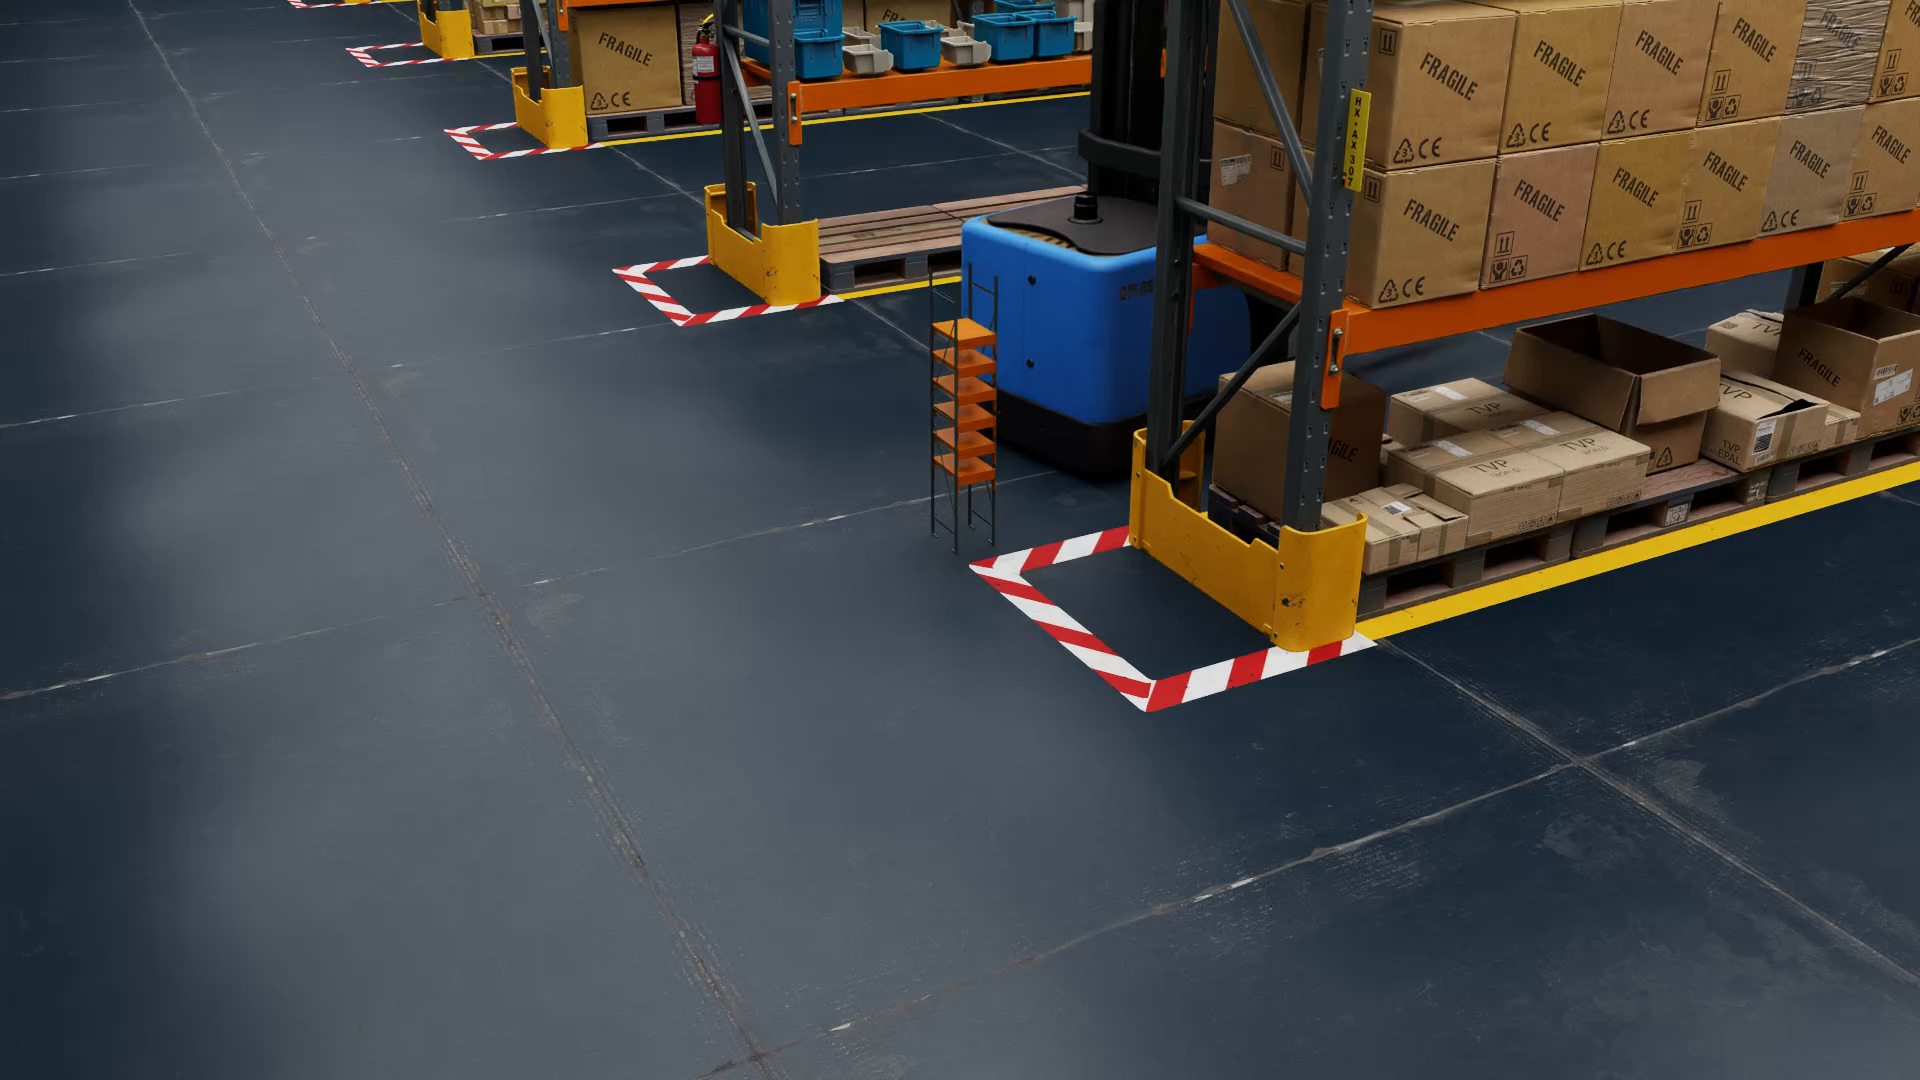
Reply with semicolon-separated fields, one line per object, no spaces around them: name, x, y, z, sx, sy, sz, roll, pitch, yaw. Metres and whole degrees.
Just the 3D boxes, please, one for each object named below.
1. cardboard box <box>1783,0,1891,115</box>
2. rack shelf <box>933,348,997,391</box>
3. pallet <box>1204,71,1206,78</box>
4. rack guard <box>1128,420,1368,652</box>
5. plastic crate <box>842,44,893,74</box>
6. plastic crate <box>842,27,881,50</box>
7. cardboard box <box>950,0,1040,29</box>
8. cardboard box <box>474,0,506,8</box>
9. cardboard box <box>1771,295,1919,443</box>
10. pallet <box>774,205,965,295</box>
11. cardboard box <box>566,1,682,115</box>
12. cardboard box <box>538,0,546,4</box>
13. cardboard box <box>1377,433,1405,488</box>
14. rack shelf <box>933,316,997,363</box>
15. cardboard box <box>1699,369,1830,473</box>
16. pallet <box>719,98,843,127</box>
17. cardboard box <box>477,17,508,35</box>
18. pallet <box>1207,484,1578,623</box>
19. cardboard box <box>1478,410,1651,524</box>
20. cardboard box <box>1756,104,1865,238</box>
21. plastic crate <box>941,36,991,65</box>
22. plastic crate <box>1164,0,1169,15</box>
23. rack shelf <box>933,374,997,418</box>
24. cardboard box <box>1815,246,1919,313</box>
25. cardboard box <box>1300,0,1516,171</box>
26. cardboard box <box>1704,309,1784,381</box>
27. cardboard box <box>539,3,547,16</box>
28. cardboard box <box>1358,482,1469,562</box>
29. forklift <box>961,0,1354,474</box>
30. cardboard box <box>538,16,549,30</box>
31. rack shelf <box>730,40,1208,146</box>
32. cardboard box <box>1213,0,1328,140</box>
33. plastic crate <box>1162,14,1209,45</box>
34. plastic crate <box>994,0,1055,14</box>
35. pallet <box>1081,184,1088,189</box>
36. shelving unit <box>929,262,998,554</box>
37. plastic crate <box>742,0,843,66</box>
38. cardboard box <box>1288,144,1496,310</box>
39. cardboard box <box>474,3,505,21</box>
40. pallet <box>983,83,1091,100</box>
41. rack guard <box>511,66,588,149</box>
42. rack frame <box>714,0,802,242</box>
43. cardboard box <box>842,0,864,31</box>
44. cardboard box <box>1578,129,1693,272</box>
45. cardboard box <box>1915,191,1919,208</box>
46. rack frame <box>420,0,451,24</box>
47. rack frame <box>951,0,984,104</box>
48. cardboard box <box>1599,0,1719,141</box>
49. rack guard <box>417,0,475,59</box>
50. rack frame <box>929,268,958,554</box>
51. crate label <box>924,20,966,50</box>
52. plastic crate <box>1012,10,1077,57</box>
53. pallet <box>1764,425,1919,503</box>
cardboard box;3.379;-2.056;6.795;0.500;0.500;0.500;-13;28;-25
rack shelf;0.013;-0.720;6.912;0.180;0.103;0.258;-13;29;-25
pallet;2.739;-5.180;17.794;1.213;0.211;1.003;-13;29;-25
rack guard;1.136;-0.044;6.764;0.348;0.500;1.175;-13;29;-25
plastic crate;-0.564;-2.914;10.089;0.298;0.136;0.250;-13;29;-25
plastic crate;-0.624;-3.191;10.666;0.243;0.136;0.396;-13;29;-25
cardboard box;0.496;-5.123;16.425;0.875;0.875;1.225;-13;29;-25
cardboard box;-5.212;-6.003;18.409;0.250;0.149;0.380;-14;29;-27
cardboard box;4.229;-0.817;7.866;0.500;0.500;0.500;-13;29;-25
pallet;-0.512;-1.944;11.054;1.213;0.211;1.003;-13;29;-25
cardboard box;-3.062;-4.332;14.776;0.875;0.875;0.875;-13;29;-25
cardboard box;-4.742;-6.108;18.627;0.250;0.149;0.380;-13;29;-25
cardboard box;1.833;-0.329;7.235;0.250;0.166;0.380;-13;29;-25
rack shelf;0.013;-0.828;6.860;0.180;0.103;0.258;-13;29;-25
cardboard box;3.568;-0.579;7.588;0.500;0.311;0.500;-13;29;-25
pallet;-1.845;-4.122;15.591;1.213;0.211;1.003;-13;29;-25
cardboard box;-5.221;-5.743;18.554;0.250;0.149;0.380;-12;28;-24
pallet;1.839;-0.076;7.165;1.213;0.211;1.003;-13;29;-25
cardboard box;2.565;-0.320;7.119;0.500;0.250;0.500;-13;29;-25
cardboard box;3.372;-1.604;7.010;0.500;0.500;0.500;-12;28;-24
plastic crate;0.035;-3.052;10.377;0.298;0.136;0.250;-13;29;-25
plastic crate;1.365;-3.832;11.623;0.583;0.464;0.402;-13;29;-25
rack shelf;0.013;-0.612;6.964;0.180;0.103;0.258;-13;29;-25
cardboard box;4.899;-1.251;8.770;0.500;0.500;0.500;-13;29;-25
cardboard box;1.585;-1.641;5.931;0.500;0.500;0.500;-12;28;-24
cardboard box;4.127;-0.953;8.368;0.500;0.311;0.500;-13;29;-25
cardboard box;-4.808;-6.019;18.785;0.250;0.149;0.380;-13;28;-24
cardboard box;1.821;-0.081;6.719;0.250;0.166;0.380;-13;29;-25
forklift;1.442;-2.145;8.332;3.031;2.935;1.130;-20;32;-36
cardboard box;-4.813;-5.880;18.841;0.250;0.149;0.380;-13;28;-25
rack shelf;0.506;-3.131;11.136;4.000;0.370;1.077;-13;29;-25
cardboard box;1.333;-1.847;6.360;0.500;0.500;0.500;-13;29;-26
plastic crate;1.410;-3.435;11.187;0.590;0.125;0.437;-13;29;-25
plastic crate;0.433;-3.515;11.230;0.300;0.233;0.416;-13;29;-25
pallet;1.641;-2.441;12.089;1.213;0.211;1.003;-13;29;-25
shelving unit;0.013;-0.544;6.996;0.189;1.200;0.258;-13;29;-25
plastic crate;-1.051;-3.230;10.402;0.499;0.435;0.616;-13;29;-25
cardboard box;1.585;-1.190;6.147;0.500;0.500;0.500;-12;28;-24
cardboard box;-5.251;-5.901;18.540;0.250;0.149;0.380;-12;28;-23
pallet;0.586;-4.683;16.759;1.213;0.211;1.003;-13;29;-25
rack guard;-3.610;-3.807;14.603;0.348;0.500;1.175;-13;29;-25
rack frame;-1.258;-3.048;10.132;0.127;3.000;1.000;-13;29;-25
cardboard box;-1.474;-4.698;15.539;0.875;0.875;0.875;-13;29;-25
cardboard box;2.482;-1.398;6.581;0.500;0.500;0.500;-13;29;-25
cardboard box;4.278;-1.815;7.449;0.500;0.500;0.500;-12;28;-24
rack frame;-5.834;-6.854;18.060;0.127;3.000;1.000;-13;29;-25
rack frame;-0.060;-5.754;15.769;0.127;3.000;1.000;-13;29;-25
cardboard box;2.486;-1.850;6.367;0.500;0.500;0.500;-13;28;-24
rack guard;-5.767;-5.743;18.633;0.348;0.500;1.175;-13;29;-25
rack frame;-0.068;-0.525;6.958;0.006;1.200;0.240;-13;29;-25
crate label;-0.127;-3.311;10.915;0.243;0.136;0.396;-13;29;-25
plastic crate;0.541;-3.253;10.684;0.300;0.233;0.416;-13;29;-25
pallet;3.992;-0.573;8.200;1.213;0.211;1.003;-13;29;-25
